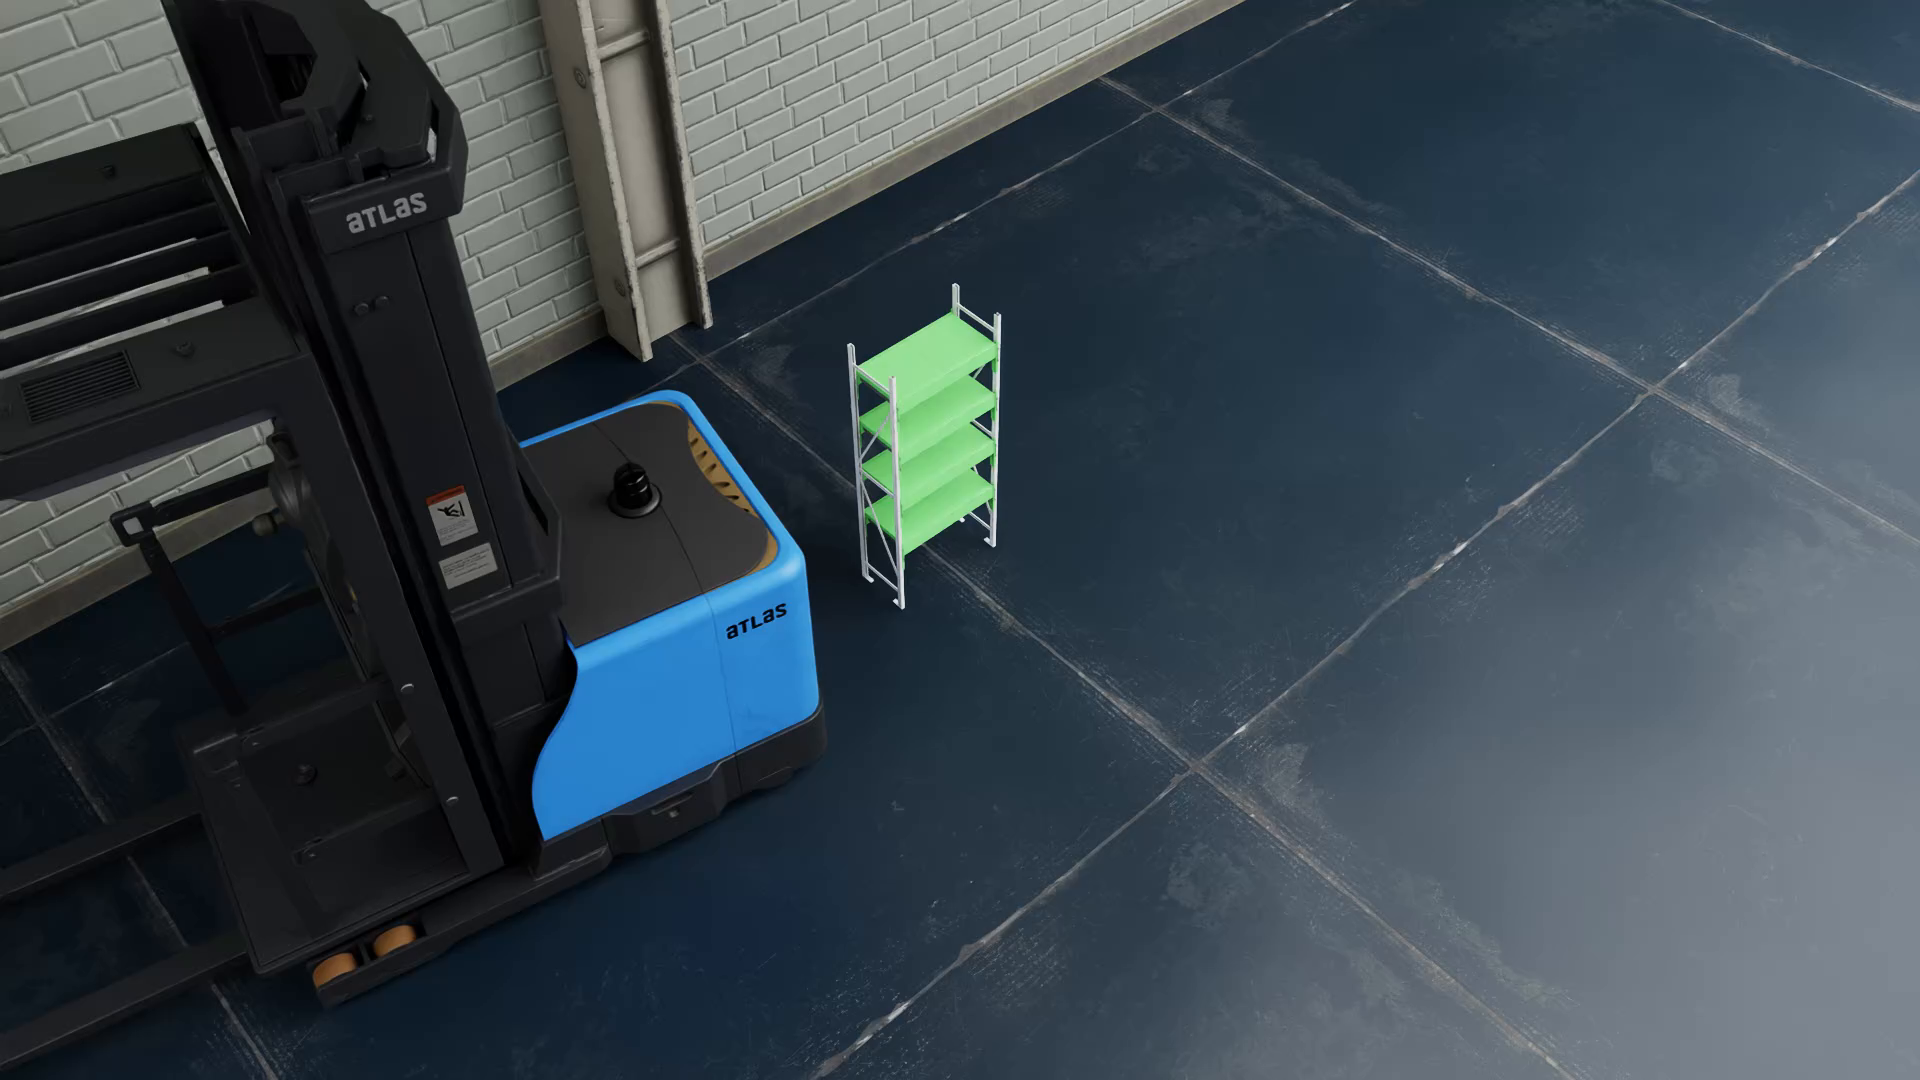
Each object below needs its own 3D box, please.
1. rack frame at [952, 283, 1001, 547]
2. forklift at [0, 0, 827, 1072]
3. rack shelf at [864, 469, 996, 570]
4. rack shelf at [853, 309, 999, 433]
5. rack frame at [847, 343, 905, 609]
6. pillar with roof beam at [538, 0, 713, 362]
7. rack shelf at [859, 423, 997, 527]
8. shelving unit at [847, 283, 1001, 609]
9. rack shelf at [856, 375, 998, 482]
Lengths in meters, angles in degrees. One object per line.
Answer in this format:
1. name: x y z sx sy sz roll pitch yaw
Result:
1. rack frame: 0.058 -0.446 6.345 0.015 1.200 0.240 -34 56 -27
2. forklift: -2.006 0.048 4.711 3.031 2.935 1.130 -24 52 -20
3. rack shelf: -0.122 -0.119 6.457 0.480 0.148 0.258 -34 56 -27
4. rack shelf: -0.122 -0.607 5.928 0.480 0.148 0.258 -34 56 -27
5. rack frame: -0.303 -0.204 6.122 0.015 1.200 0.240 -34 56 -27
6. pillar with roof beam: 1.512 -1.691 2.188 0.400 9.000 9.100 -34 56 -27
7. rack shelf: -0.122 -0.282 6.280 0.480 0.148 0.258 -34 56 -27
8. shelving unit: -0.122 -0.325 6.233 0.503 1.200 0.258 -34 56 -27
9. rack shelf: -0.122 -0.444 6.104 0.480 0.148 0.258 -34 56 -27
